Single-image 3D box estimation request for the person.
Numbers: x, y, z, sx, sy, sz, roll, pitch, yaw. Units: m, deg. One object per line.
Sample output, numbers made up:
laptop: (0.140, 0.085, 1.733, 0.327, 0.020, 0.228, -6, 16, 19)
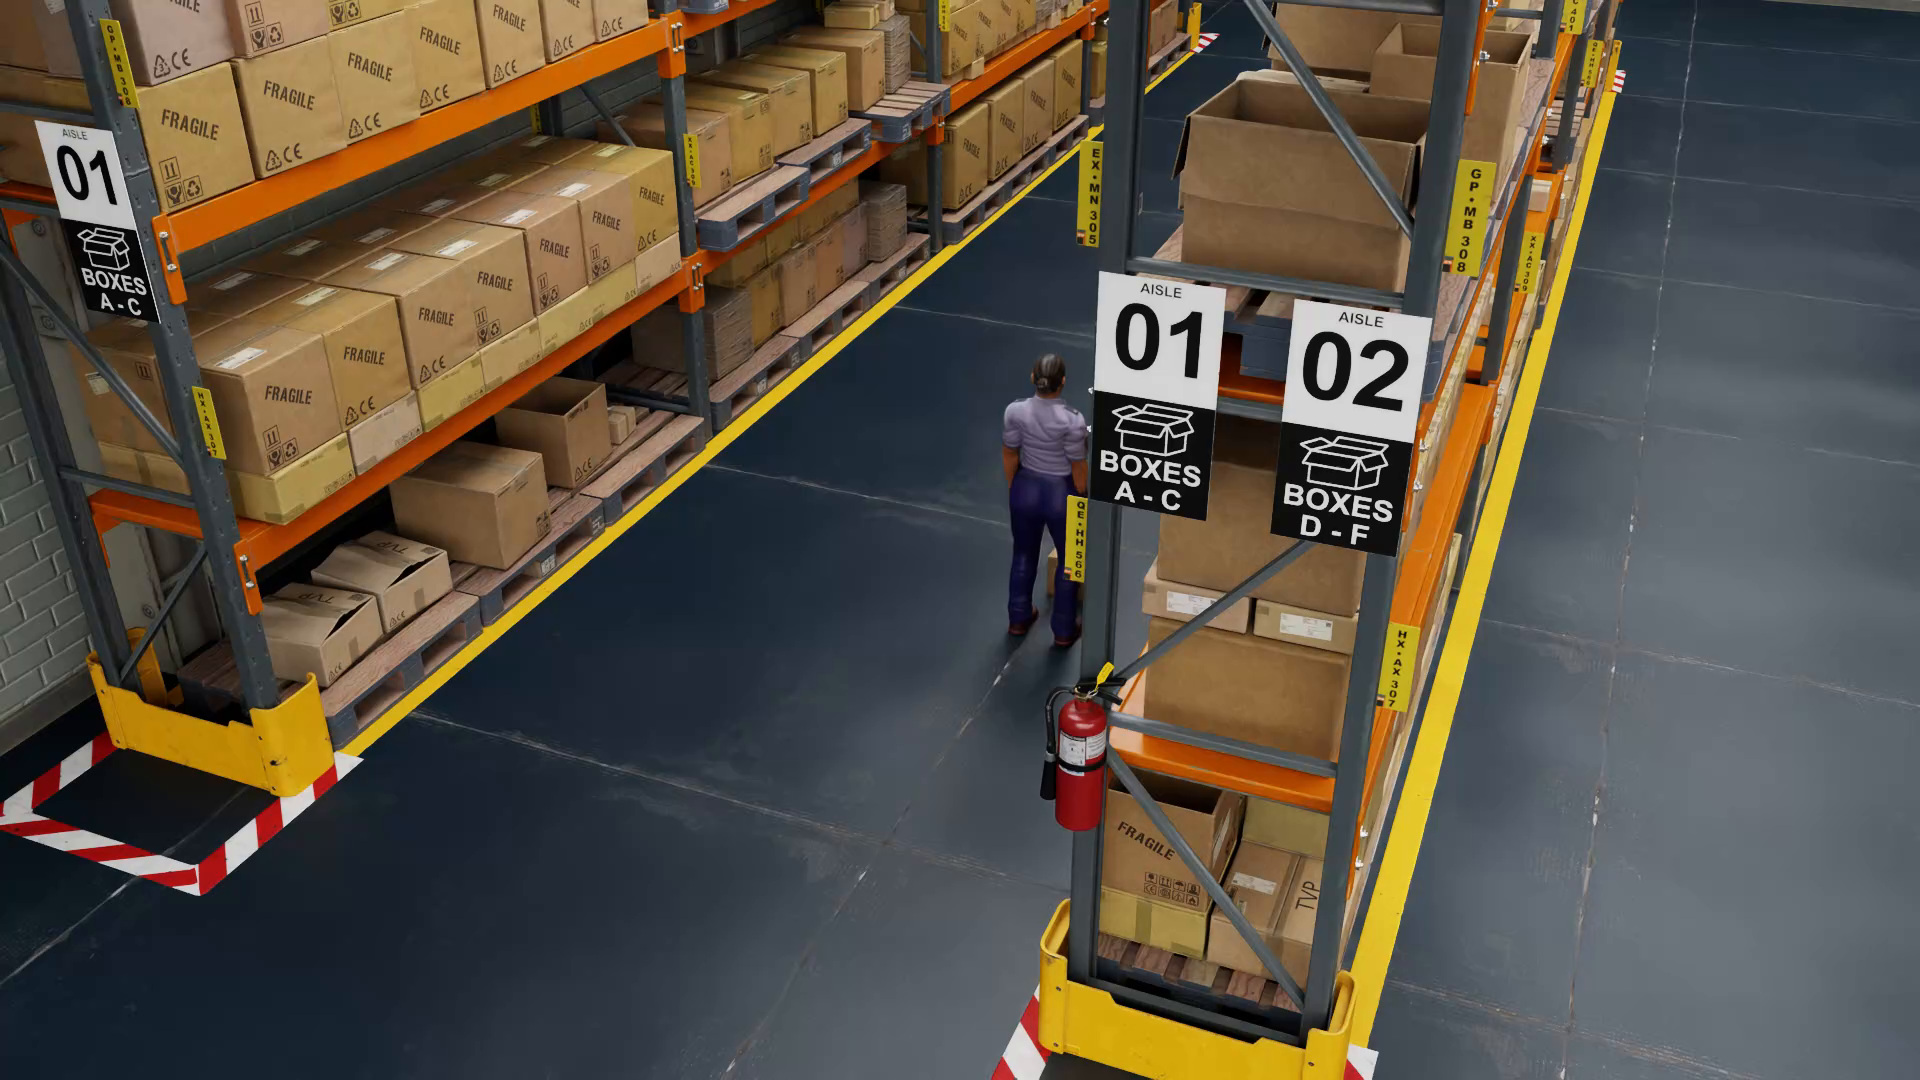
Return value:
person: (0.450, -0.205, 8.803, 0.472, 1.615, 0.341, 12, 32, 21)
